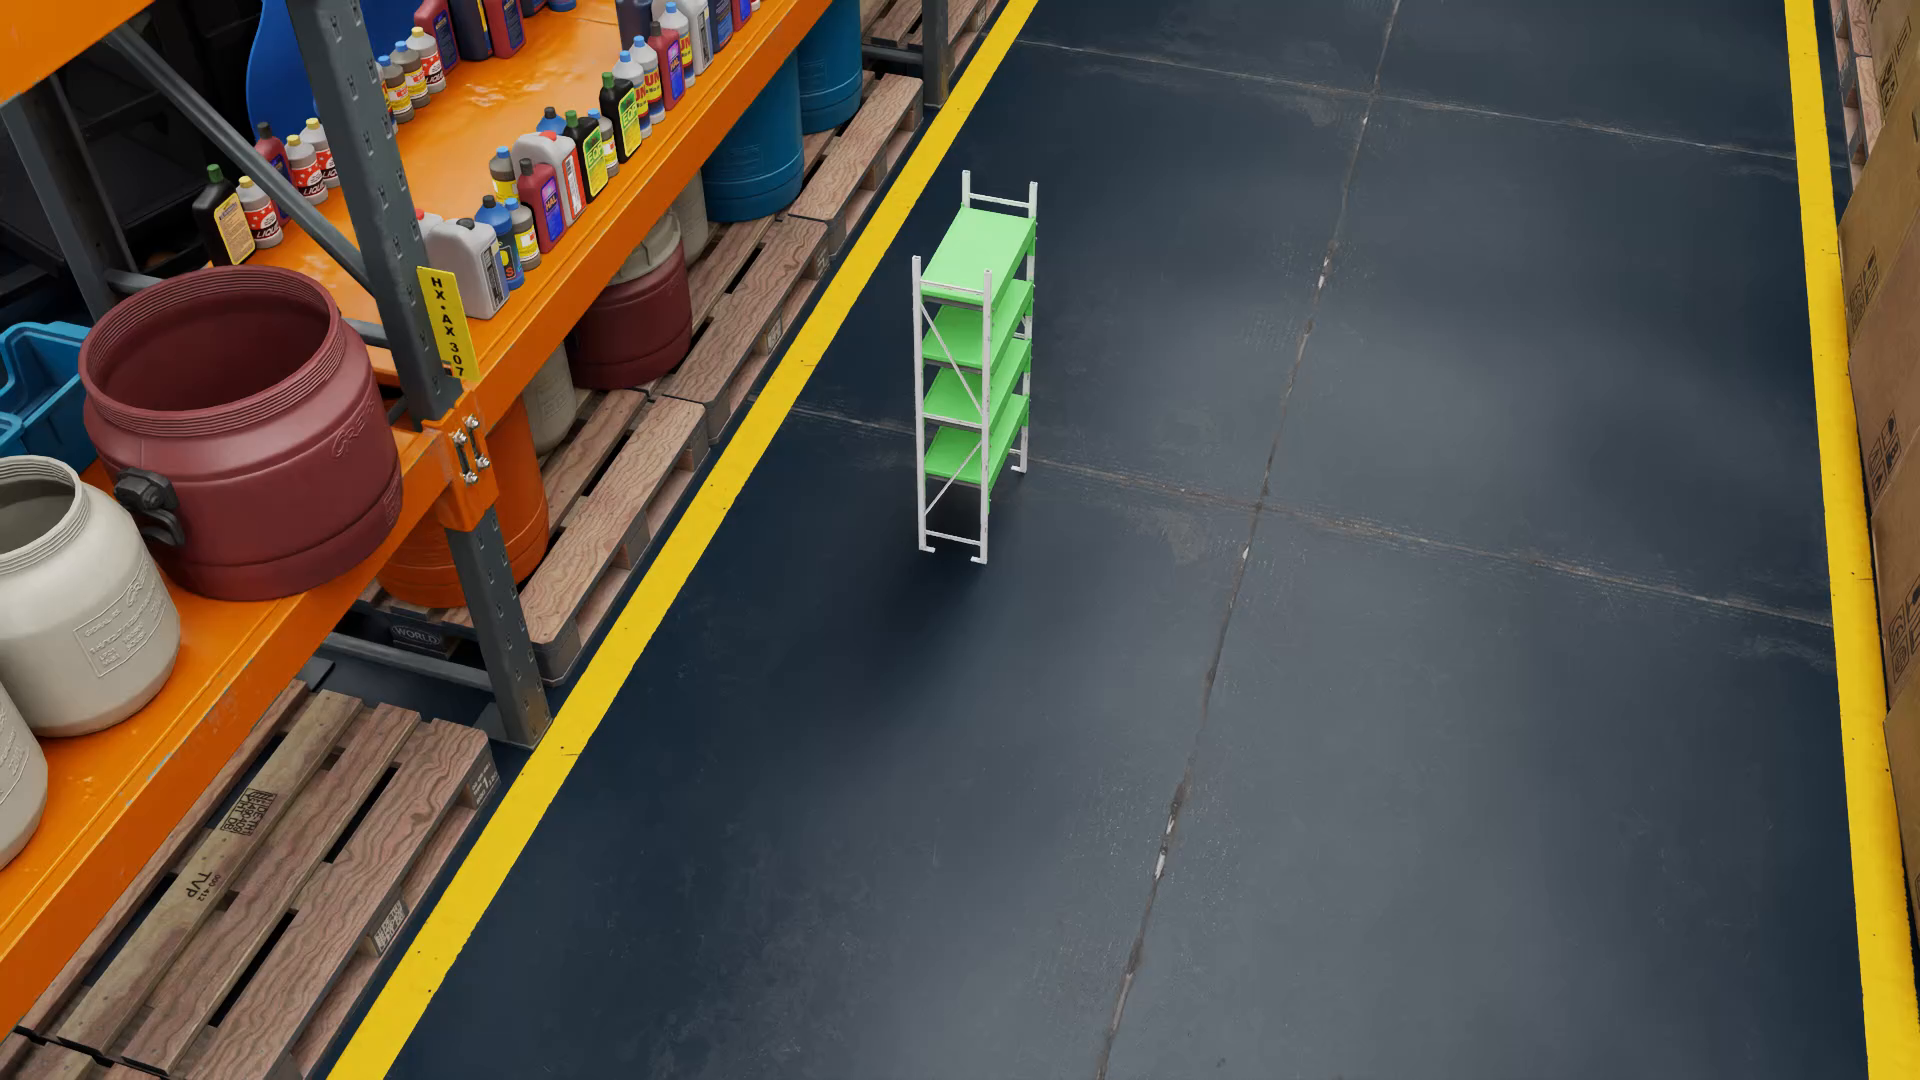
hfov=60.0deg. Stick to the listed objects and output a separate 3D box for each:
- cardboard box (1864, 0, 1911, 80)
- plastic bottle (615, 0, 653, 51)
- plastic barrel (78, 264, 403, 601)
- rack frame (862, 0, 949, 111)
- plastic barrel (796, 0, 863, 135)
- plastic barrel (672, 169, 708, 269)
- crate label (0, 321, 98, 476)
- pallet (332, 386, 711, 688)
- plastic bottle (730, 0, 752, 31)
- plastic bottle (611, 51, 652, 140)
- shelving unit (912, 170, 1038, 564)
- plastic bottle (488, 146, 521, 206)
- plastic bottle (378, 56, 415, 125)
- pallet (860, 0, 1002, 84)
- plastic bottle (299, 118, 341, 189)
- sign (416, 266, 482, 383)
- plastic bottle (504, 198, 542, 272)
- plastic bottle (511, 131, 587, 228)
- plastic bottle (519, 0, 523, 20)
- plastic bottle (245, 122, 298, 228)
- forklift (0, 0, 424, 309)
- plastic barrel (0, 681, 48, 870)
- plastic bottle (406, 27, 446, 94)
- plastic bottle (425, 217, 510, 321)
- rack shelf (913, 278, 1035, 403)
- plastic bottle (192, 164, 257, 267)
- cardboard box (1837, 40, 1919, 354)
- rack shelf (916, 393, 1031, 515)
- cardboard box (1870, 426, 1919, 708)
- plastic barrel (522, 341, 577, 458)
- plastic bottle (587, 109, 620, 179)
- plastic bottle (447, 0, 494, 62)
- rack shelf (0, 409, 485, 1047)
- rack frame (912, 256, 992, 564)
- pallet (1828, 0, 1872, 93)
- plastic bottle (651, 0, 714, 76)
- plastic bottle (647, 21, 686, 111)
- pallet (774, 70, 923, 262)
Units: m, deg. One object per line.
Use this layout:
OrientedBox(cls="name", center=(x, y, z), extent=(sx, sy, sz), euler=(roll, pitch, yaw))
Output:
OrientedBox(cls="cardboard box", center=(4.721, -2.602, 7.483), extent=(0.875, 0.875, 0.875), euler=(13, 46, 13))
OrientedBox(cls="plastic bottle", center=(-1.034, -1.746, 5.425), extent=(0.144, 0.351, 0.185), euler=(13, 46, 13))
OrientedBox(cls="plastic barrel", center=(-1.611, -0.246, 3.759), extent=(0.600, 0.536, 0.708), euler=(13, 46, 13))
OrientedBox(cls="rack frame", center=(-0.548, -3.237, 6.913), extent=(1.000, 3.000, 0.127), euler=(13, 46, 13))
OrientedBox(cls="plastic barrel", center=(-0.729, -2.278, 7.134), extent=(0.600, 0.901, 0.708), euler=(13, 46, 13))
OrientedBox(cls="plastic barrel", center=(-1.200, -1.310, 6.422), extent=(0.421, 0.512, 0.421), euler=(0, 44, 0))
OrientedBox(cls="crate label", center=(-2.244, -0.310, 4.041), extent=(0.303, 0.233, 0.416), euler=(13, 46, 13))
OrientedBox(cls="pallet", center=(-1.560, -0.109, 5.710), extent=(1.003, 0.211, 1.213), euler=(13, 46, 13))
OrientedBox(cls="plastic bottle", center=(-0.760, -1.876, 5.606), extent=(0.061, 0.283, 0.133), euler=(13, 46, 13))
OrientedBox(cls="plastic bottle", center=(-1.009, -1.368, 5.095), extent=(0.097, 0.271, 0.097), euler=(0, 44, 0))
OrientedBox(cls="shelving unit", center=(0.050, -0.539, 5.443), extent=(0.258, 1.200, 0.503), euler=(13, 46, 12))
OrientedBox(cls="plastic bottle", center=(-1.305, -1.042, 4.812), extent=(0.097, 0.201, 0.097), euler=(0, 44, 0))
OrientedBox(cls="plastic bottle", center=(-1.774, -1.411, 5.189), extent=(0.097, 0.201, 0.097), euler=(0, 44, 0))
OrientedBox(cls="pallet", center=(-0.362, -2.739, 8.398), extent=(1.003, 0.211, 1.213), euler=(13, 46, 13))
OrientedBox(cls="plastic bottle", center=(-1.892, -1.152, 4.924), extent=(0.097, 0.201, 0.097), euler=(0, 44, 0))
OrientedBox(cls="sign", center=(-1.233, -0.517, 4.017), extent=(0.100, 0.325, 0.005), euler=(13, 46, 13))
OrientedBox(cls="plastic bottle", center=(-1.230, -0.856, 4.622), extent=(0.097, 0.201, 0.097), euler=(0, 44, 0))
OrientedBox(cls="plastic bottle", center=(-1.180, -1.055, 4.772), extent=(0.152, 0.276, 0.135), euler=(13, 46, 13))
OrientedBox(cls="plastic bottle", center=(-1.543, -1.850, 5.580), extent=(0.061, 0.283, 0.133), euler=(13, 46, 13))
OrientedBox(cls="plastic bottle", center=(-1.974, -1.043, 4.755), extent=(0.061, 0.283, 0.133), euler=(13, 46, 13))
OrientedBox(cls="forklift", center=(-3.560, -2.342, 6.048), extent=(1.130, 2.935, 3.031), euler=(28, 51, 25))
OrientedBox(cls="plastic barrel", center=(-1.995, 0.401, 3.116), extent=(0.421, 0.512, 0.421), euler=(0, 44, 0))
OrientedBox(cls="plastic bottle", center=(-1.715, -1.541, 5.322), extent=(0.097, 0.201, 0.097), euler=(0, 44, 0))
OrientedBox(cls="plastic bottle", center=(-1.320, -0.747, 4.457), extent=(0.152, 0.276, 0.135), euler=(13, 46, 13))
OrientedBox(cls="rack shelf", center=(0.050, -0.665, 5.320), extent=(0.258, 0.148, 0.480), euler=(13, 46, 12))
OrientedBox(cls="plastic bottle", center=(-2.043, -0.889, 4.597), extent=(0.061, 0.283, 0.133), euler=(13, 46, 13))
OrientedBox(cls="cardboard box", center=(3.998, -1.148, 5.997), extent=(1.225, 0.875, 0.875), euler=(13, 46, 13))
OrientedBox(cls="rack shelf", center=(0.050, -0.322, 5.656), extent=(0.258, 0.148, 0.480), euler=(13, 46, 12))
OrientedBox(cls="cardboard box", center=(3.467, 0.039, 4.784), extent=(1.225, 0.875, 0.875), euler=(13, 46, 13))
OrientedBox(cls="plastic barrel", center=(-1.542, -0.557, 5.653), extent=(0.421, 0.512, 0.421), euler=(0, 44, 0))
OrientedBox(cls="plastic bottle", center=(-1.079, -1.189, 4.962), extent=(0.097, 0.201, 0.097), euler=(0, 44, 0))
OrientedBox(cls="plastic bottle", center=(-1.609, -1.772, 5.452), extent=(0.144, 0.351, 0.185), euler=(13, 46, 13))
OrientedBox(cls="rack shelf", center=(-2.365, 1.019, 3.078), extent=(1.077, 0.370, 4.000), euler=(13, 46, 13))
OrientedBox(cls="rack frame", center=(-0.024, -0.377, 5.277), extent=(0.240, 1.200, 0.015), euler=(13, 46, 12))
OrientedBox(cls="pallet", center=(4.845, -2.498, 8.151), extent=(1.003, 0.211, 1.213), euler=(13, 46, 12))
OrientedBox(cls="plastic bottle", center=(-0.900, -1.671, 5.402), extent=(0.152, 0.276, 0.135), euler=(13, 46, 13))
OrientedBox(cls="plastic bottle", center=(-0.927, -1.510, 5.232), extent=(0.061, 0.283, 0.133), euler=(13, 46, 13))
OrientedBox(cls="pallet", center=(-0.821, -1.735, 7.372), extent=(1.003, 0.211, 1.213), euler=(13, 46, 13))
